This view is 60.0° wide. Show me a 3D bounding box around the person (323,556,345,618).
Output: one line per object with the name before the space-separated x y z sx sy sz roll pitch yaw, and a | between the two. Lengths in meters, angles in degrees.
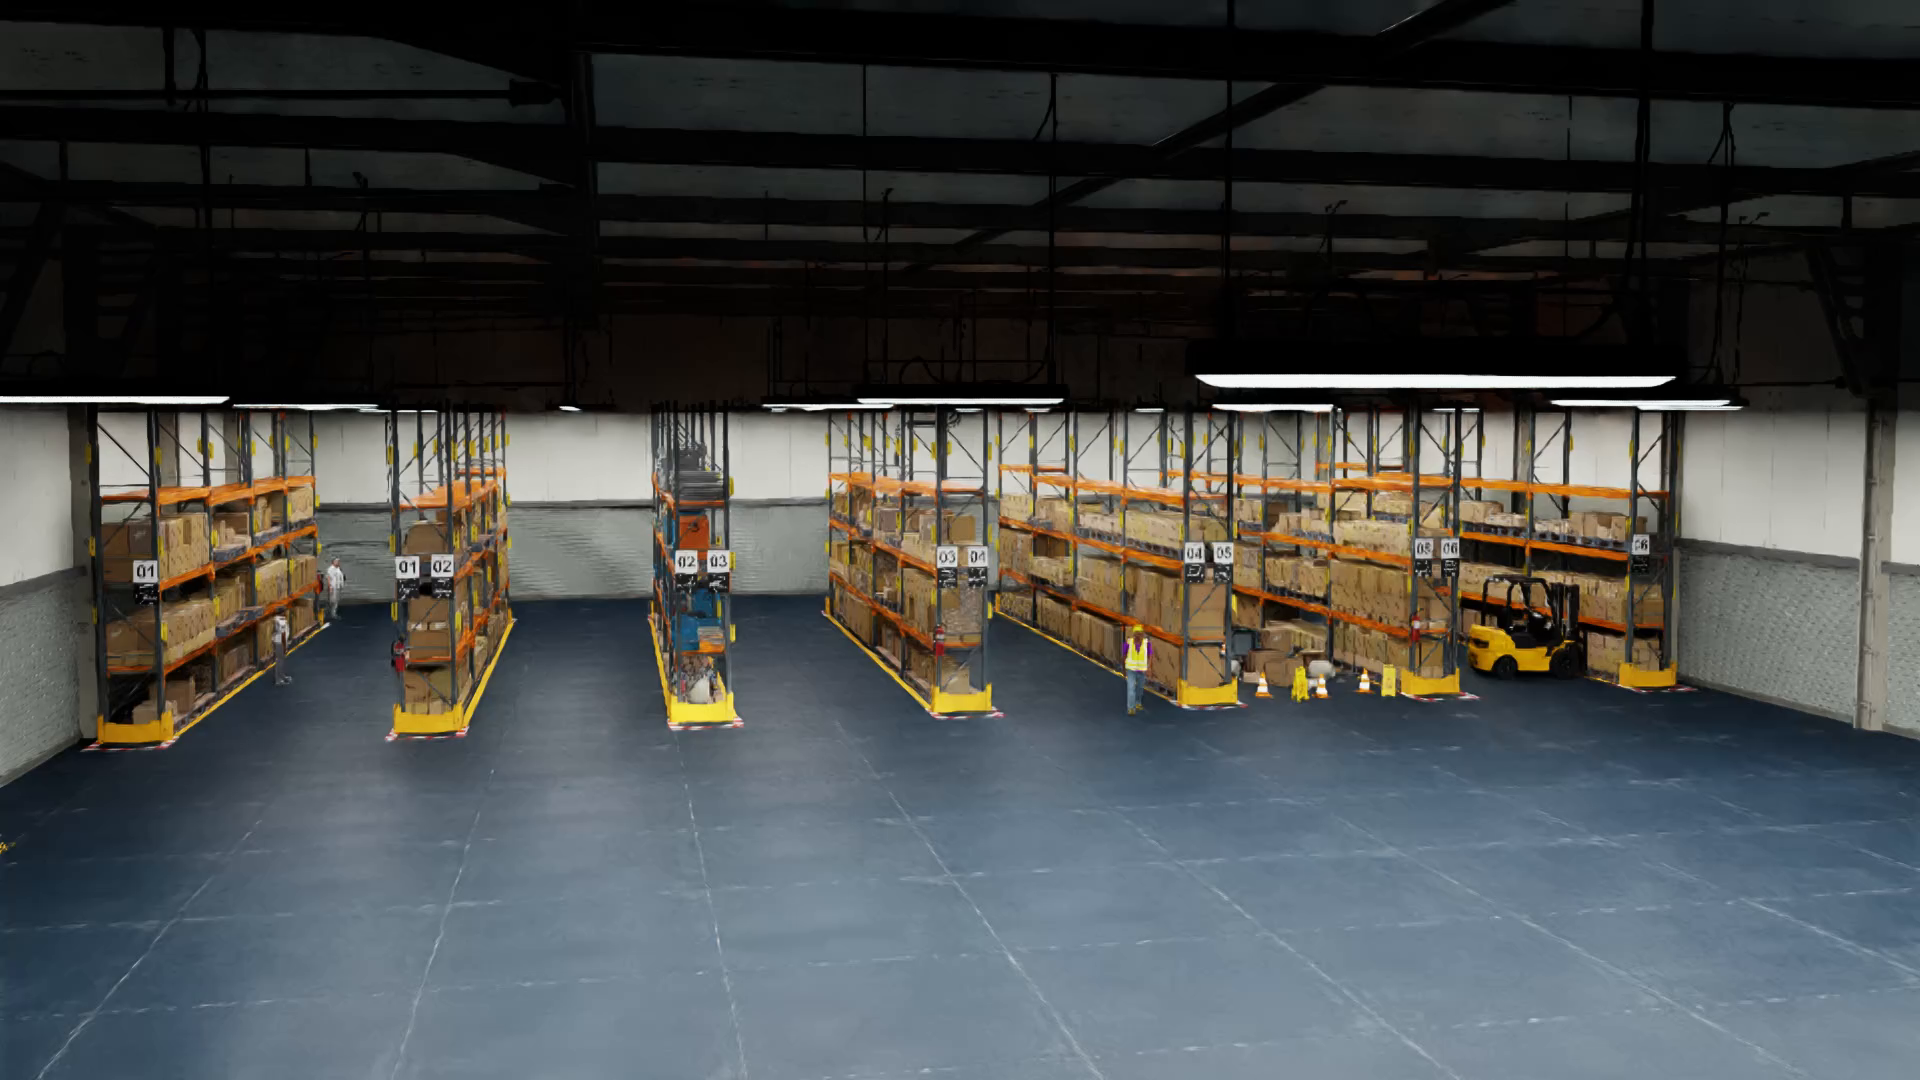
person | -17.597 1.333 46.602 0.508 1.736 0.712 1 5 18

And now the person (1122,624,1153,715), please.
person | 3.405 2.458 31.837 0.572 1.704 1.017 0 4 -2

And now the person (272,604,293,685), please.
person | -14.392 2.208 35.353 0.436 1.683 0.550 -3 5 -35
